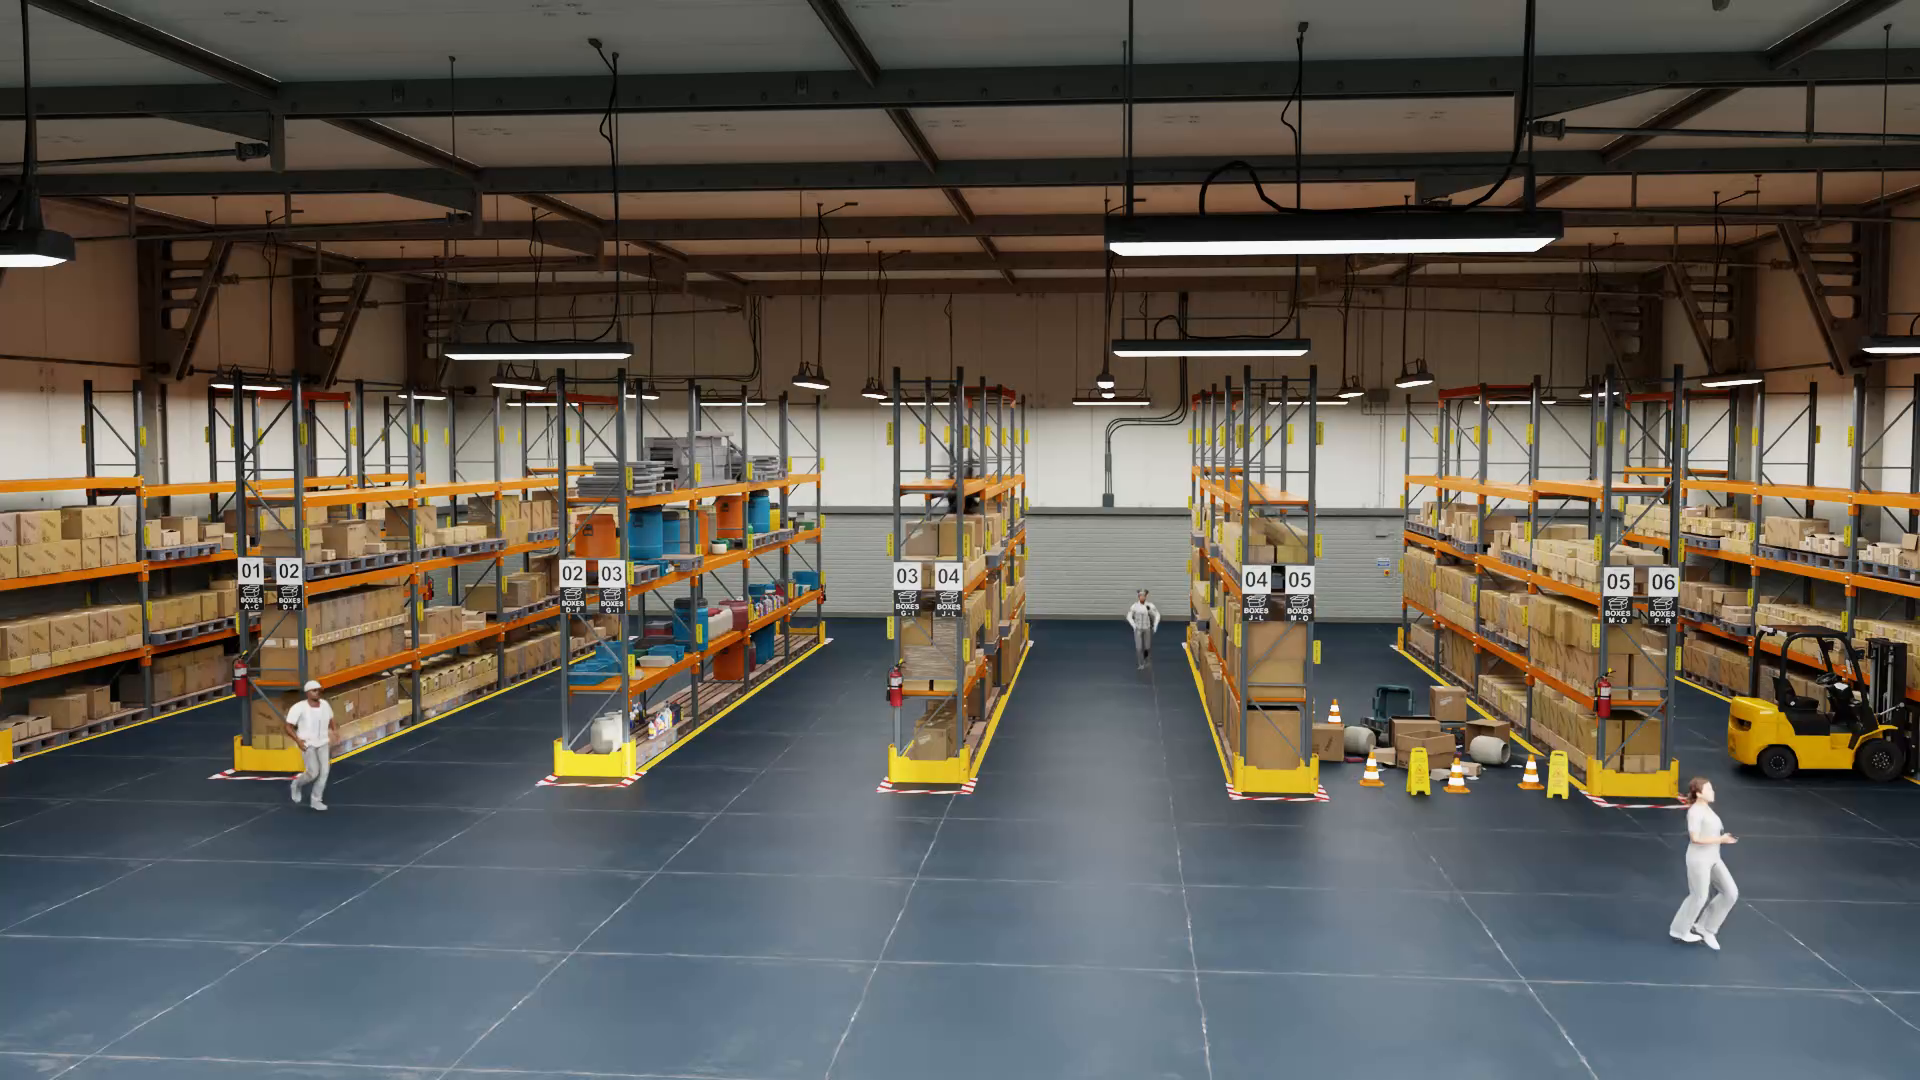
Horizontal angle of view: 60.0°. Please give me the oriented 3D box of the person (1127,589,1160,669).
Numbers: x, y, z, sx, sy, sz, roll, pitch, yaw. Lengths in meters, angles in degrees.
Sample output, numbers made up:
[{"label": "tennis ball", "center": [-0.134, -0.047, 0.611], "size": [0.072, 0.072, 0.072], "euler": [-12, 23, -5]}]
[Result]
[{"label": "person", "center": [3.707, 1.797, 33.653], "size": [0.668, 1.641, 0.528], "euler": [0, 4, 6]}]

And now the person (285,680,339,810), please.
[{"label": "person", "center": [-8.728, 2.749, 22.404], "size": [0.607, 1.740, 0.721], "euler": [3, 4, 36]}]

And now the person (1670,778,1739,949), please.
[{"label": "person", "center": [7.293, 3.164, 16.248], "size": [0.545, 1.689, 0.654], "euler": [-3, 5, -43]}]
